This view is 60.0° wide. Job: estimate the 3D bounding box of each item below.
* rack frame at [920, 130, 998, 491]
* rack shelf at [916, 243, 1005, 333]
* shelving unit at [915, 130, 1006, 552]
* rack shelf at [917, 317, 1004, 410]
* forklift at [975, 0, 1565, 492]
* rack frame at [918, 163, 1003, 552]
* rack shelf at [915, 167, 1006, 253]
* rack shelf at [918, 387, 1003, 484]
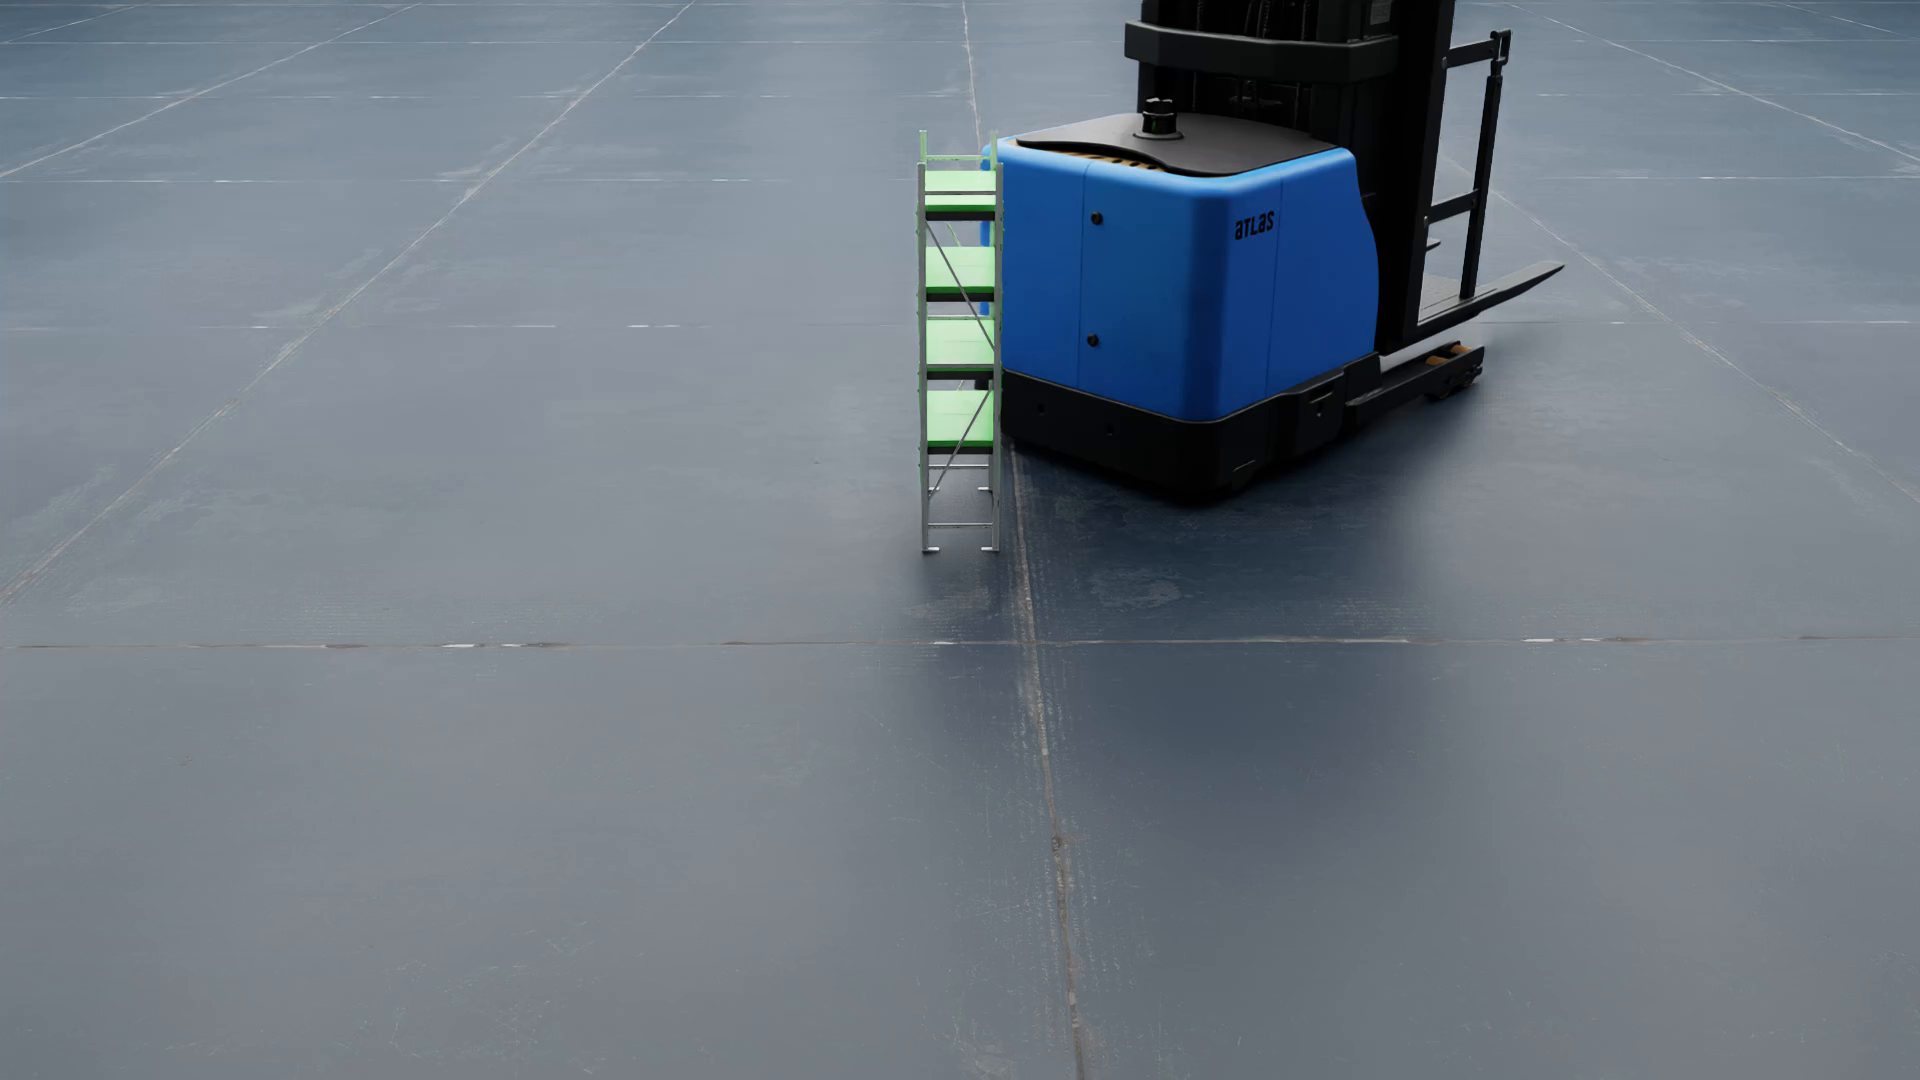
[{"bbox_3d":[-0.004,-0.715,5.376,0.240,1.200,0.015,0,24,-1],"label":"rack frame"},{"bbox_3d":[-0.002,-0.775,5.081,0.258,0.148,0.480,0,24,-1],"label":"rack shelf"},{"bbox_3d":[-0.002,-0.615,5.154,0.258,1.200,0.503,0,24,-1],"label":"shelving unit"},{"bbox_3d":[-0.002,-0.557,5.180,0.258,0.148,0.480,0,24,-1],"label":"rack shelf"},{"bbox_3d":[1.428,-2.010,6.138,1.130,2.935,3.031,21,32,39],"label":"forklift"},{"bbox_3d":[0.001,-0.514,4.931,0.240,1.200,0.015,0,24,-1],"label":"rack frame"},{"bbox_3d":[-0.002,-0.994,4.982,0.258,0.148,0.480,0,24,-1],"label":"rack shelf"},{"bbox_3d":[-0.002,-0.338,5.279,0.258,0.148,0.480,0,24,-1],"label":"rack shelf"}]
